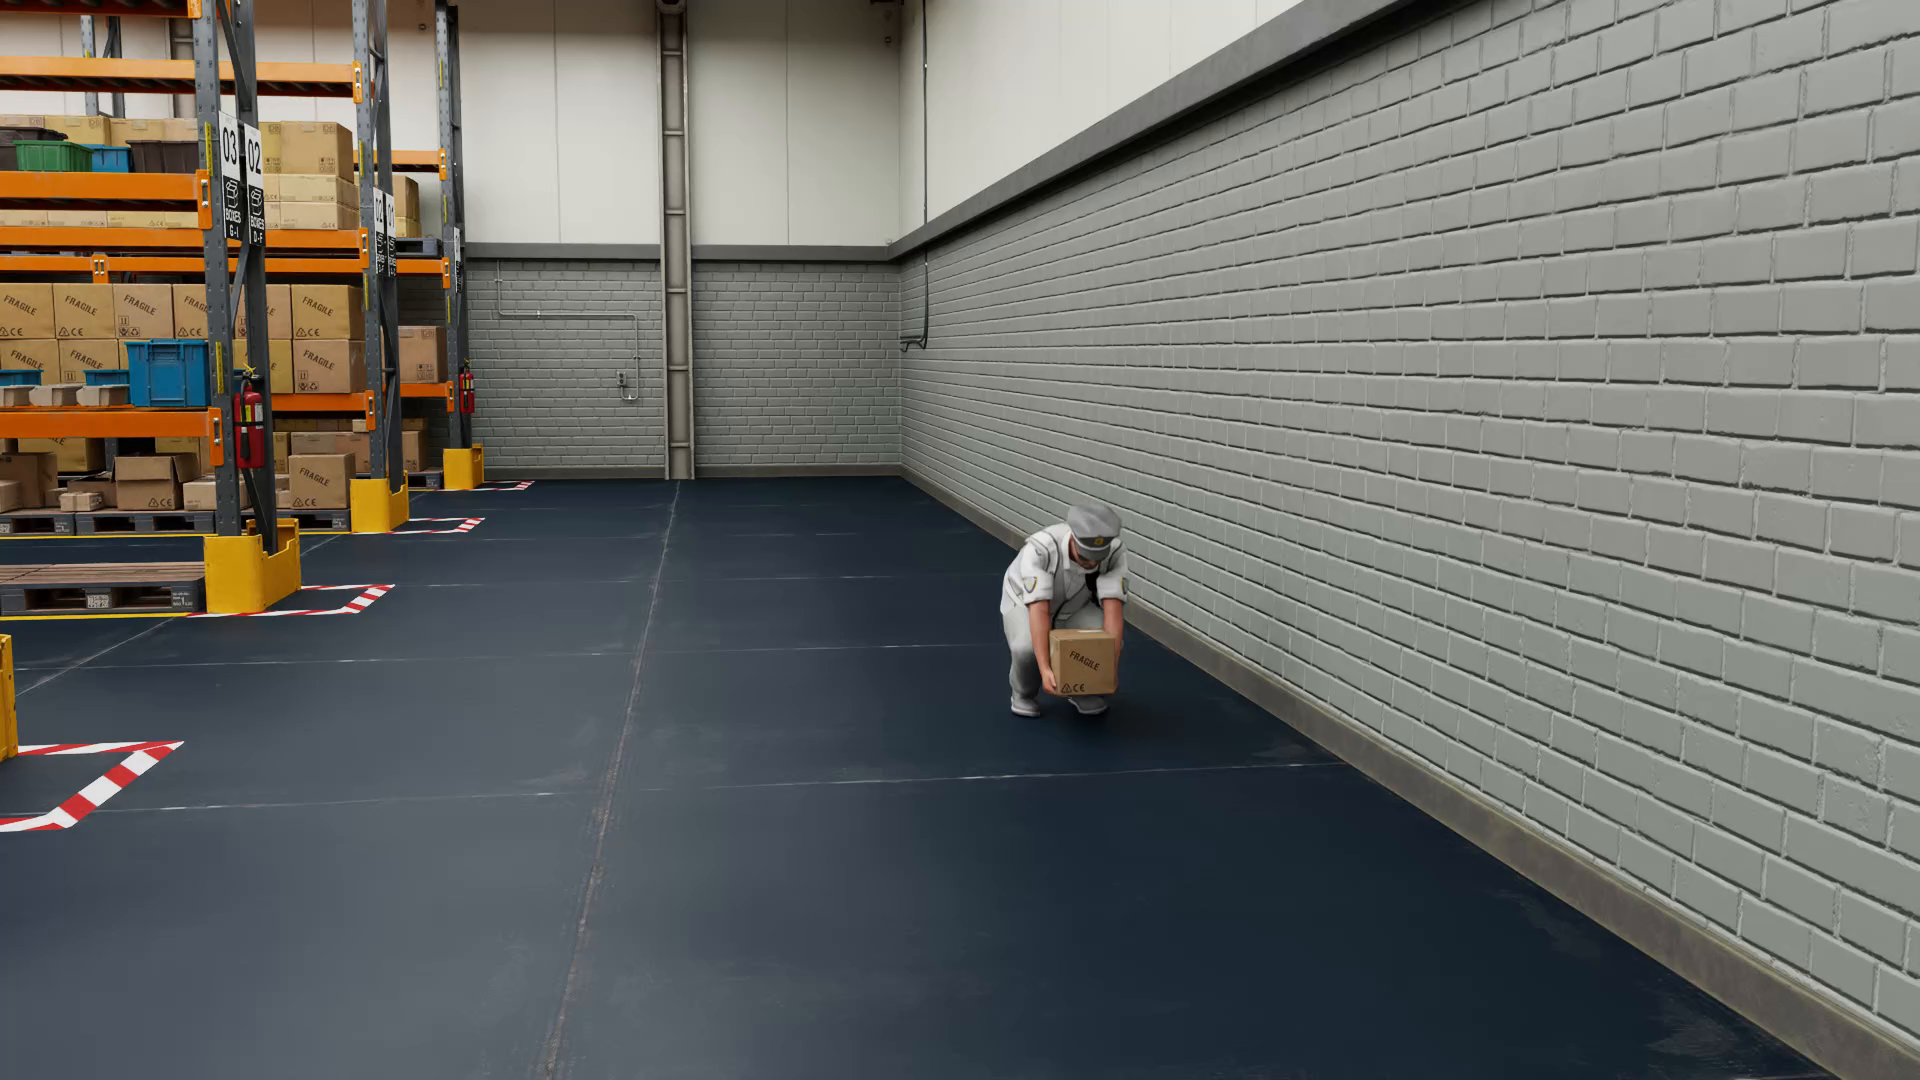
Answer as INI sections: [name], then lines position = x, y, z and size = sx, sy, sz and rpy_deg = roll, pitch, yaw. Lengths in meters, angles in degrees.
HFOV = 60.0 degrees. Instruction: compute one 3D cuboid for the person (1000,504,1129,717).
[person]
position = 0.482, 0.320, 7.672
size = 0.534, 1.022, 0.925
rpy_deg = -1, 7, -10
